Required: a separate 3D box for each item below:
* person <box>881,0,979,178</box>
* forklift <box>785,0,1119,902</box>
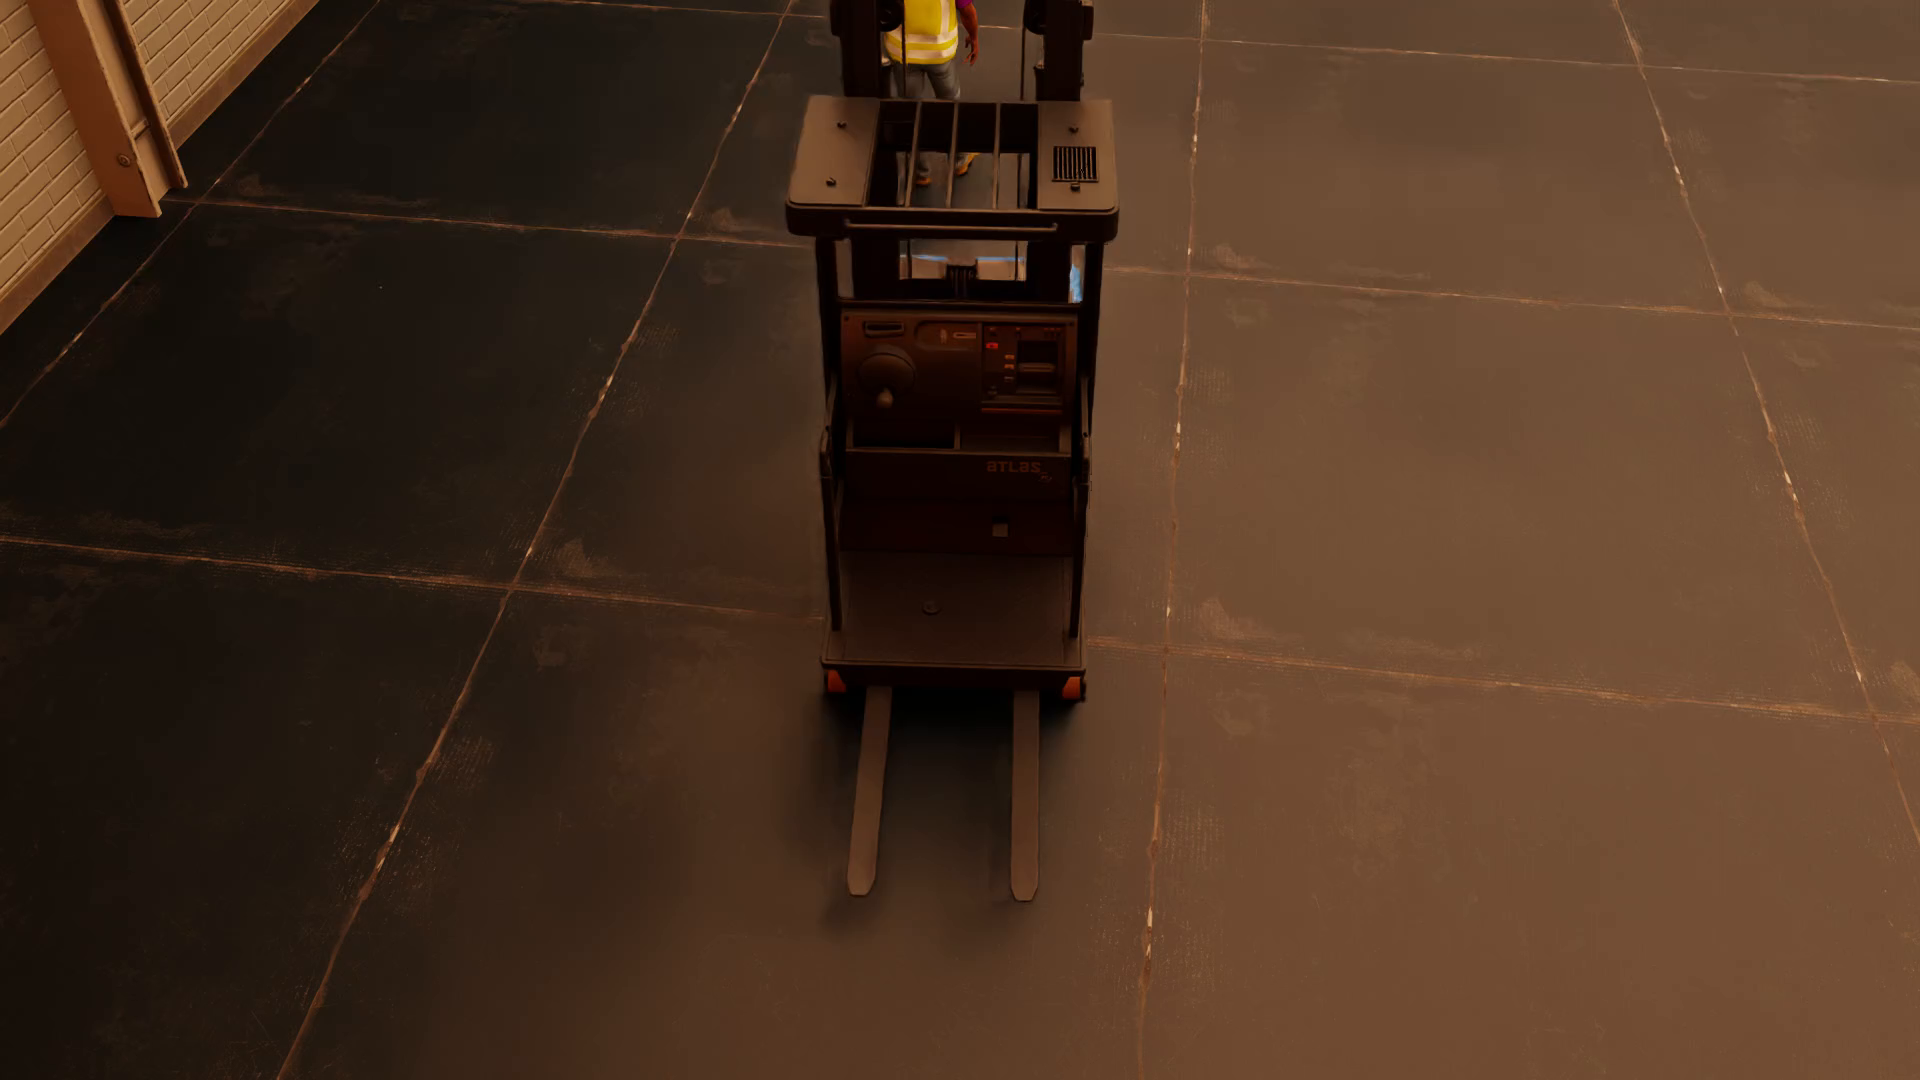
[{"bbox_3d":[-0.219,-2.891,9.678,0.666,1.706,0.420,-2,43,-2],"label":"person"},{"bbox_3d":[-0.012,-0.618,6.398,1.130,2.935,3.031,2,43,2],"label":"forklift"}]
